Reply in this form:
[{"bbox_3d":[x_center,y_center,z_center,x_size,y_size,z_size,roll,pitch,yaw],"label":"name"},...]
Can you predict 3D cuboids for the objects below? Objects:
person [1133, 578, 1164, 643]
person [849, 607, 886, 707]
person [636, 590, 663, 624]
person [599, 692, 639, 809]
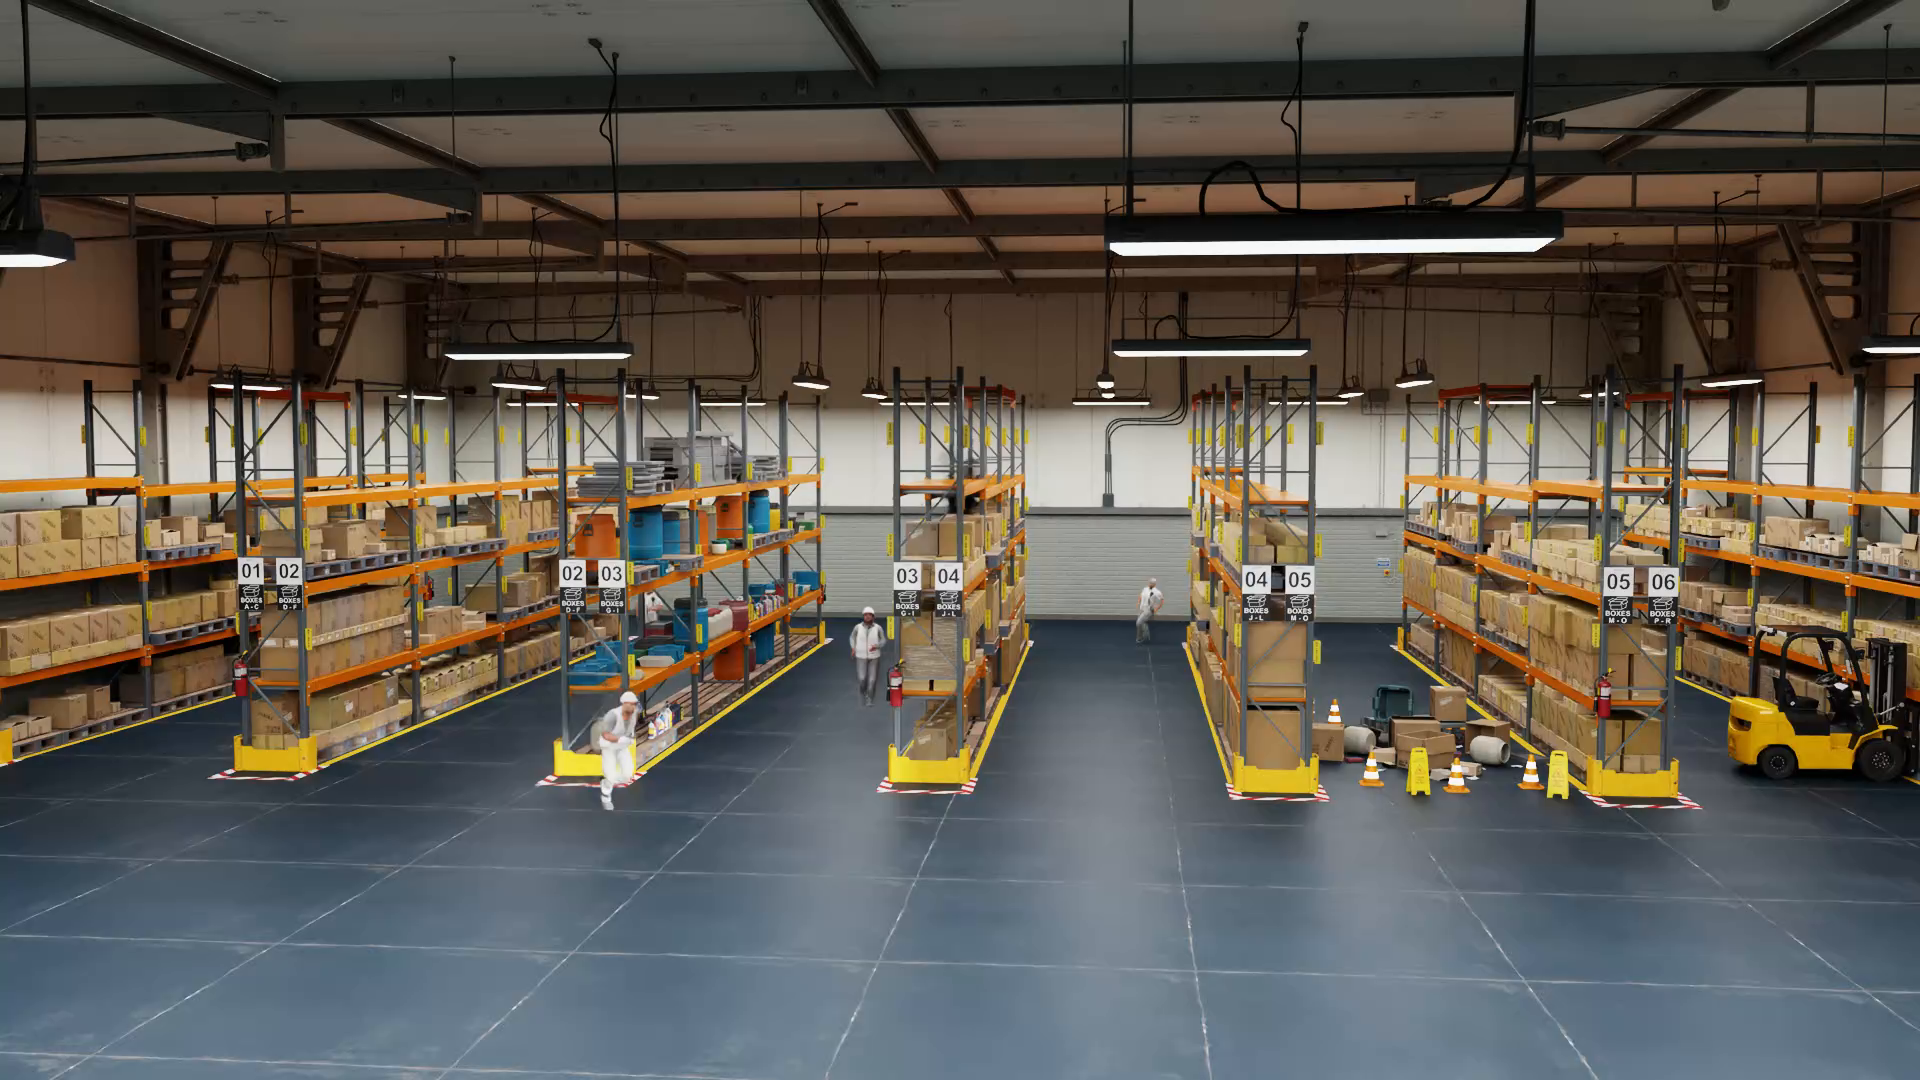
[{"bbox_3d":[4.514,1.713,40.329,0.628,1.610,0.735,-2,4,-25],"label":"person"},{"bbox_3d":[-1.611,2.045,28.898,0.644,1.754,0.592,0,4,-1],"label":"person"},{"bbox_3d":[-6.982,1.812,37.336,0.627,1.837,0.852,0,4,-6],"label":"person"},{"bbox_3d":[-4.519,2.814,22.275,0.820,1.624,0.693,3,5,41],"label":"person"}]
